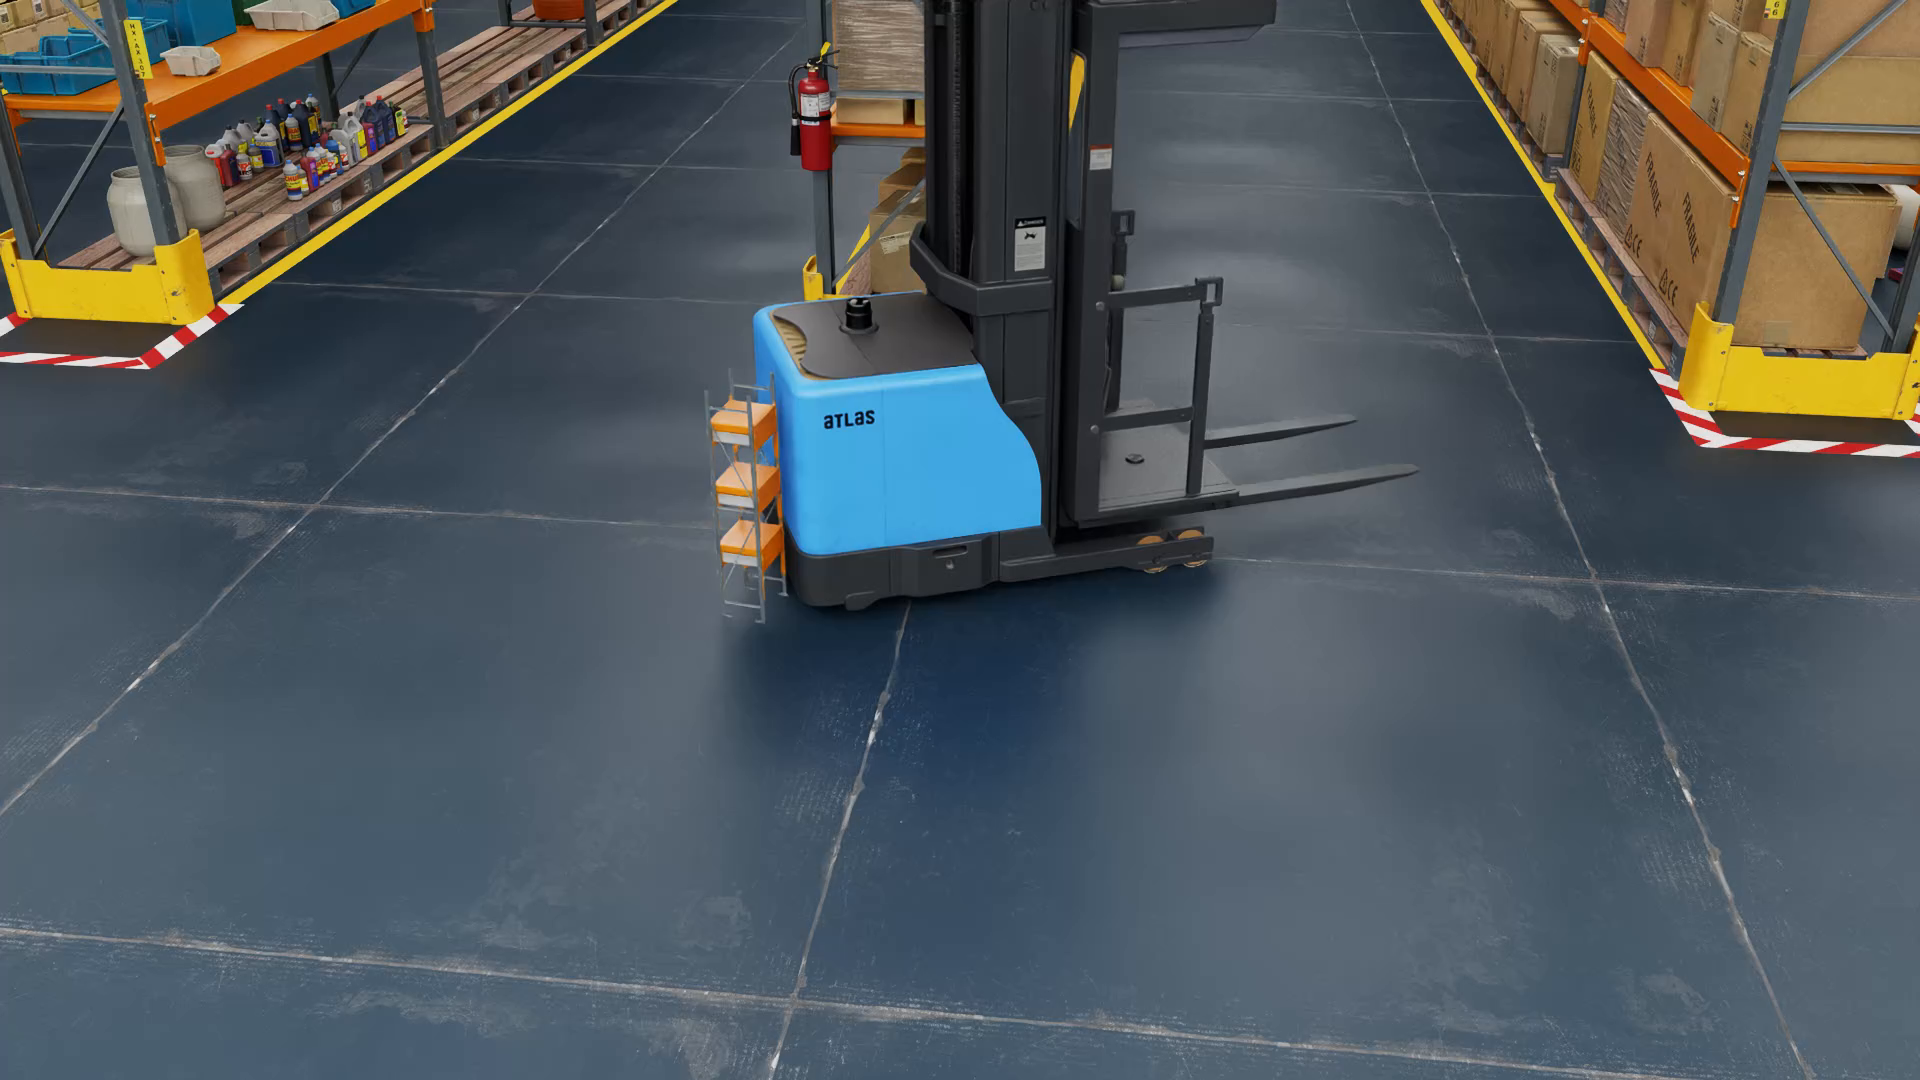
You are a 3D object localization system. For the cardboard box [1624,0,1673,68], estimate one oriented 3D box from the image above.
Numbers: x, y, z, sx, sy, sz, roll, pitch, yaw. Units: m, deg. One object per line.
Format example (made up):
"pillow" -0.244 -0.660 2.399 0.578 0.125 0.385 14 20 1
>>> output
"cardboard box" 4.818 -3.355 10.658 0.875 0.550 0.550 3 28 6

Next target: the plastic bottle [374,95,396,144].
"plastic bottle" -4.539 -3.303 13.047 0.144 0.351 0.185 3 28 5

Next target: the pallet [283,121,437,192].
"pallet" -4.870 -3.054 13.196 1.003 0.211 1.213 3 28 6

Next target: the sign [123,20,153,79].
"sign" -4.691 -2.800 9.493 0.100 0.325 0.005 3 28 6

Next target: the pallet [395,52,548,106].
"pallet" -4.542 -4.315 15.537 1.003 0.211 1.213 3 28 6

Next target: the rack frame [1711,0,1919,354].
"rack frame" 4.589 -2.089 8.464 1.000 3.000 0.127 3 28 6

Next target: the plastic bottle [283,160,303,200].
"plastic bottle" -4.705 -2.540 11.715 0.097 0.271 0.097 0 28 0

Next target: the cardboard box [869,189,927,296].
"cardboard box" -0.228 -1.802 10.124 0.500 0.500 0.500 9 30 16

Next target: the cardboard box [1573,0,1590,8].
"cardboard box" 4.878 -4.277 12.420 0.500 0.500 0.500 3 28 6

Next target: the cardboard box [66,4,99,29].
"cardboard box" -9.054 -5.237 16.765 0.500 0.250 0.500 3 28 6

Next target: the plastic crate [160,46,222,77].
"plastic crate" -4.808 -2.999 10.431 0.298 0.136 0.250 3 28 6

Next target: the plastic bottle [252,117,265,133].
"plastic bottle" -5.342 -3.073 12.691 0.061 0.283 0.133 5 29 8

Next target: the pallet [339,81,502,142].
"pallet" -4.689 -3.739 14.468 1.003 0.211 1.213 3 28 6

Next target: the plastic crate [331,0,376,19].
"plastic crate" -4.613 -3.993 12.156 0.499 0.251 0.616 3 28 6

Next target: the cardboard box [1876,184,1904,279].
"cardboard box" 5.908 -2.082 11.084 0.500 0.500 0.500 8 29 15

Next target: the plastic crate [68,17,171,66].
"plastic crate" -5.387 -3.205 10.693 0.499 0.251 0.408 3 28 6

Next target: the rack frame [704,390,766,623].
"rack frame" -0.927 -0.122 6.870 0.200 1.050 0.008 8 30 15

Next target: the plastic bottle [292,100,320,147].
"plastic bottle" -5.114 -3.258 12.964 0.144 0.351 0.185 3 28 6

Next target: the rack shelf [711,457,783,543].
"rack shelf" -0.892 -0.169 6.978 0.215 0.259 0.240 8 30 15

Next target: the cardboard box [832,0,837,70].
"cardboard box" -0.284 -3.099 9.921 0.875 0.500 0.500 3 28 6

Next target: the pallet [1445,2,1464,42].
"pallet" 5.819 -5.567 17.861 1.003 0.211 1.213 3 28 6

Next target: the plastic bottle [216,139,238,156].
"plastic bottle" -5.372 -2.779 12.154 0.152 0.276 0.135 3 28 5

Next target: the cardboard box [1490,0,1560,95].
"cardboard box" 5.302 -4.356 14.601 1.050 0.750 0.750 4 29 7

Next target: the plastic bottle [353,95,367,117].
"plastic bottle" -4.683 -3.311 13.062 0.144 0.351 0.185 3 28 6

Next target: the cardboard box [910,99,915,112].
"cardboard box" -0.460 -2.578 9.637 0.380 0.149 0.250 3 28 6

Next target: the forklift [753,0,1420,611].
"forklift" 0.641 -1.373 7.208 3.031 2.935 1.130 -8 29 -14

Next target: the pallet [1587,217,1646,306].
"pallet" 4.761 -1.814 10.895 1.003 0.211 1.213 3 28 6

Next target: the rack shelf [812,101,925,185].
"rack shelf" -0.076 -3.049 11.005 1.077 0.370 4.000 3 28 6

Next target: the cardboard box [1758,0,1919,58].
"cardboard box" 4.673 -2.802 8.492 0.875 0.550 0.550 3 28 6

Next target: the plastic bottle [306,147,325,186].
"plastic bottle" -4.663 -2.701 12.014 0.097 0.271 0.097 0 28 0

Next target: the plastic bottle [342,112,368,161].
"plastic bottle" -4.603 -3.060 12.597 0.144 0.351 0.185 3 28 6

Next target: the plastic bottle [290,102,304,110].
"plastic bottle" -5.233 -3.311 13.142 0.152 0.276 0.135 4 29 8

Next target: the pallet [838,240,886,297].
"pallet" -0.177 -1.613 10.521 1.003 0.211 1.213 3 28 6

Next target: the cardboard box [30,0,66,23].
"cardboard box" -9.114 -5.245 16.189 0.500 0.311 0.500 3 28 6

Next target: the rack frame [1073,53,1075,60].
"rack frame" 0.659 -6.190 16.077 1.000 3.000 0.127 3 28 6

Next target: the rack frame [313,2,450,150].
"rack frame" -4.747 -4.595 13.117 1.000 3.000 0.127 3 28 6

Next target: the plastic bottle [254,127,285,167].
"plastic bottle" -5.182 -2.948 12.467 0.152 0.276 0.135 3 28 6

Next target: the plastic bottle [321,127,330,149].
"plastic bottle" -4.732 -2.960 12.482 0.061 0.283 0.133 3 28 6

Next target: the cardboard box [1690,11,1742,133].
"cardboard box" 4.635 -2.592 9.240 0.875 0.550 0.550 3 28 6

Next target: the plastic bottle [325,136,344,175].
"plastic bottle" -4.626 -2.844 12.279 0.097 0.271 0.097 0 28 0

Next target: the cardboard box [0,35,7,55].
"cardboard box" -9.242 -4.519 15.432 0.500 0.250 0.500 3 28 5

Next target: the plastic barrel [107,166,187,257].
"plastic barrel" -5.232 -2.116 10.695 0.421 0.512 0.421 0 28 0

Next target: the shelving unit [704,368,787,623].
"shelving unit" -0.892 -0.178 6.973 0.215 1.050 0.252 8 30 15

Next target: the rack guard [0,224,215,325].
"rack guard" -5.274 -1.650 10.286 1.175 0.500 0.348 3 28 6

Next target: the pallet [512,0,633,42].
"pallet" -4.201 -5.624 17.966 1.003 0.211 1.213 3 28 6

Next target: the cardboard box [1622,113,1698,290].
"cardboard box" 4.712 -2.075 10.237 0.875 0.875 0.875 3 28 5

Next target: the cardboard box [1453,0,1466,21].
"cardboard box" 5.507 -5.758 17.467 0.500 0.500 0.500 2 28 4
